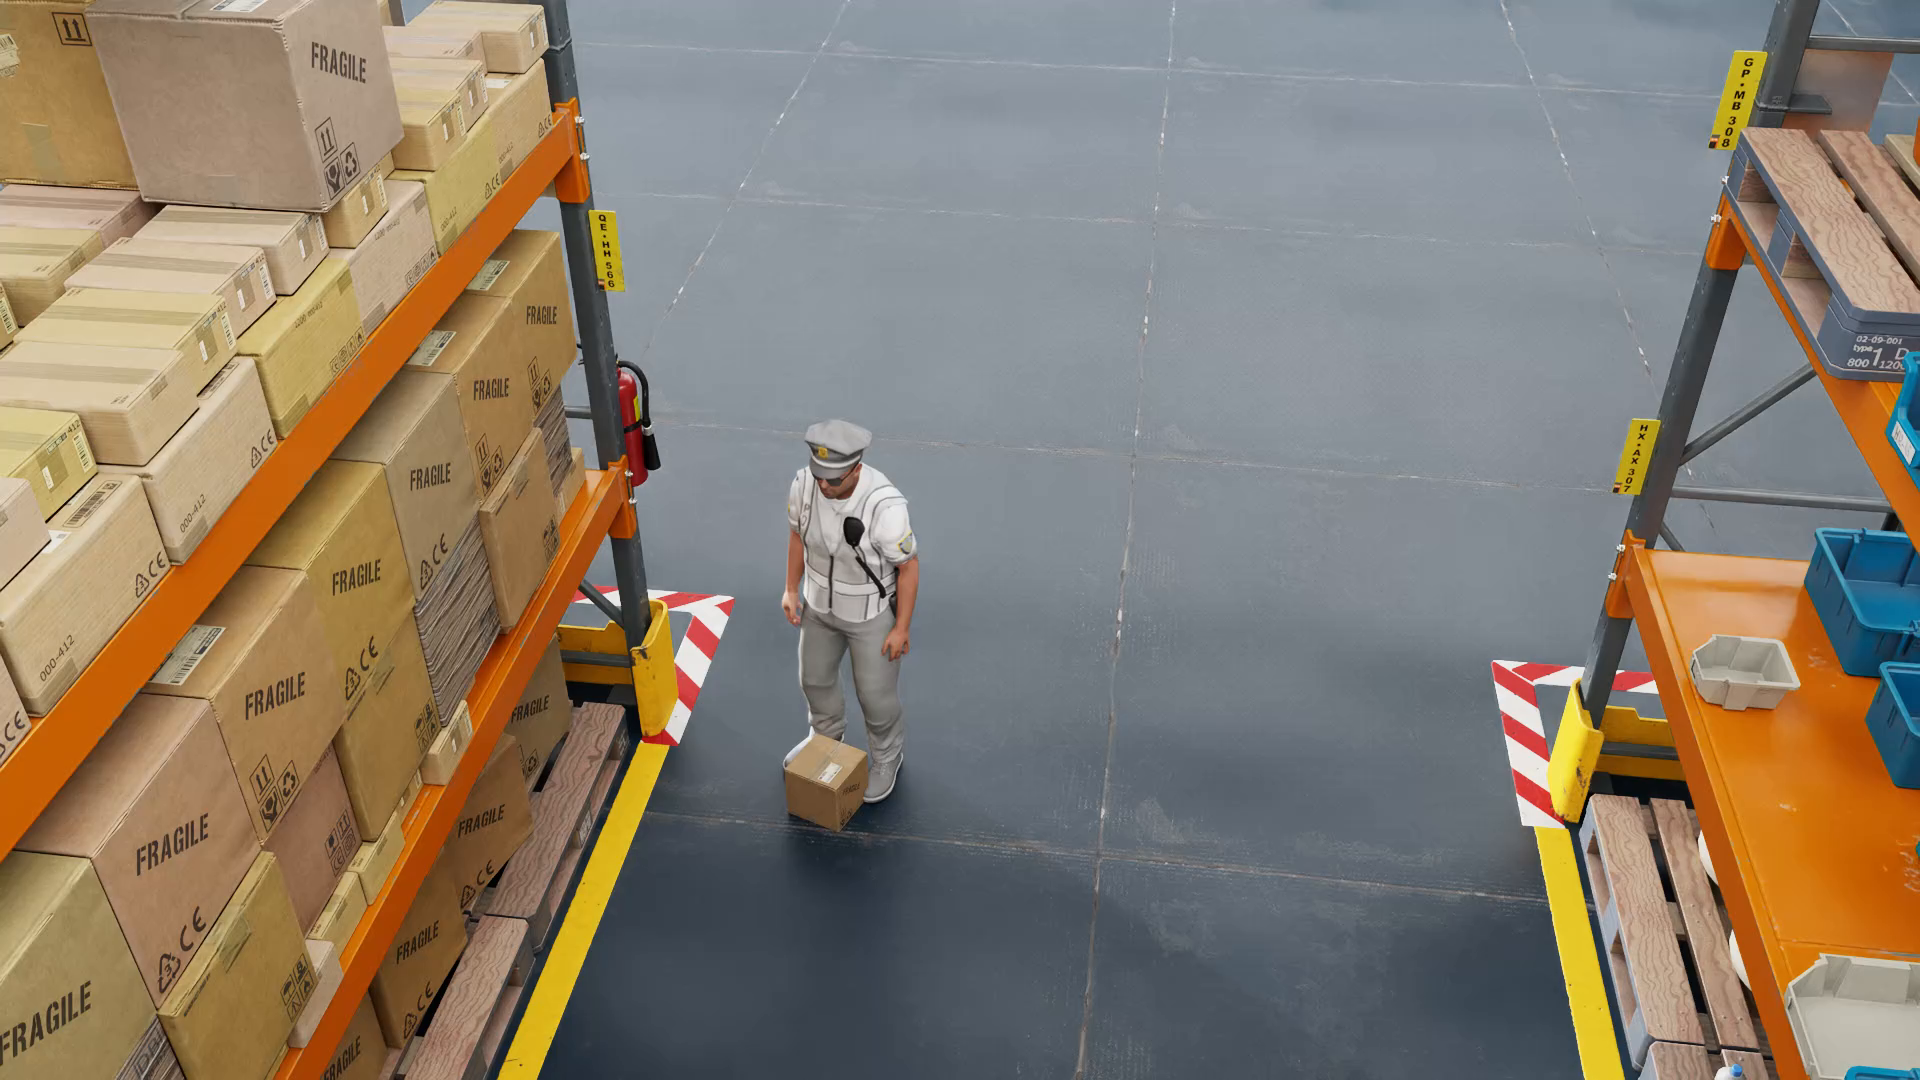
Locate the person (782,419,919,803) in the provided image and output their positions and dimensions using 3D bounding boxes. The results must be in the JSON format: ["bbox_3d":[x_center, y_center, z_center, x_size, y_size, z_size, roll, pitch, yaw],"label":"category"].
[{"bbox_3d":[-0.433,0.258,6.678,0.586,1.748,0.436,18,40,23],"label":"person"}]
